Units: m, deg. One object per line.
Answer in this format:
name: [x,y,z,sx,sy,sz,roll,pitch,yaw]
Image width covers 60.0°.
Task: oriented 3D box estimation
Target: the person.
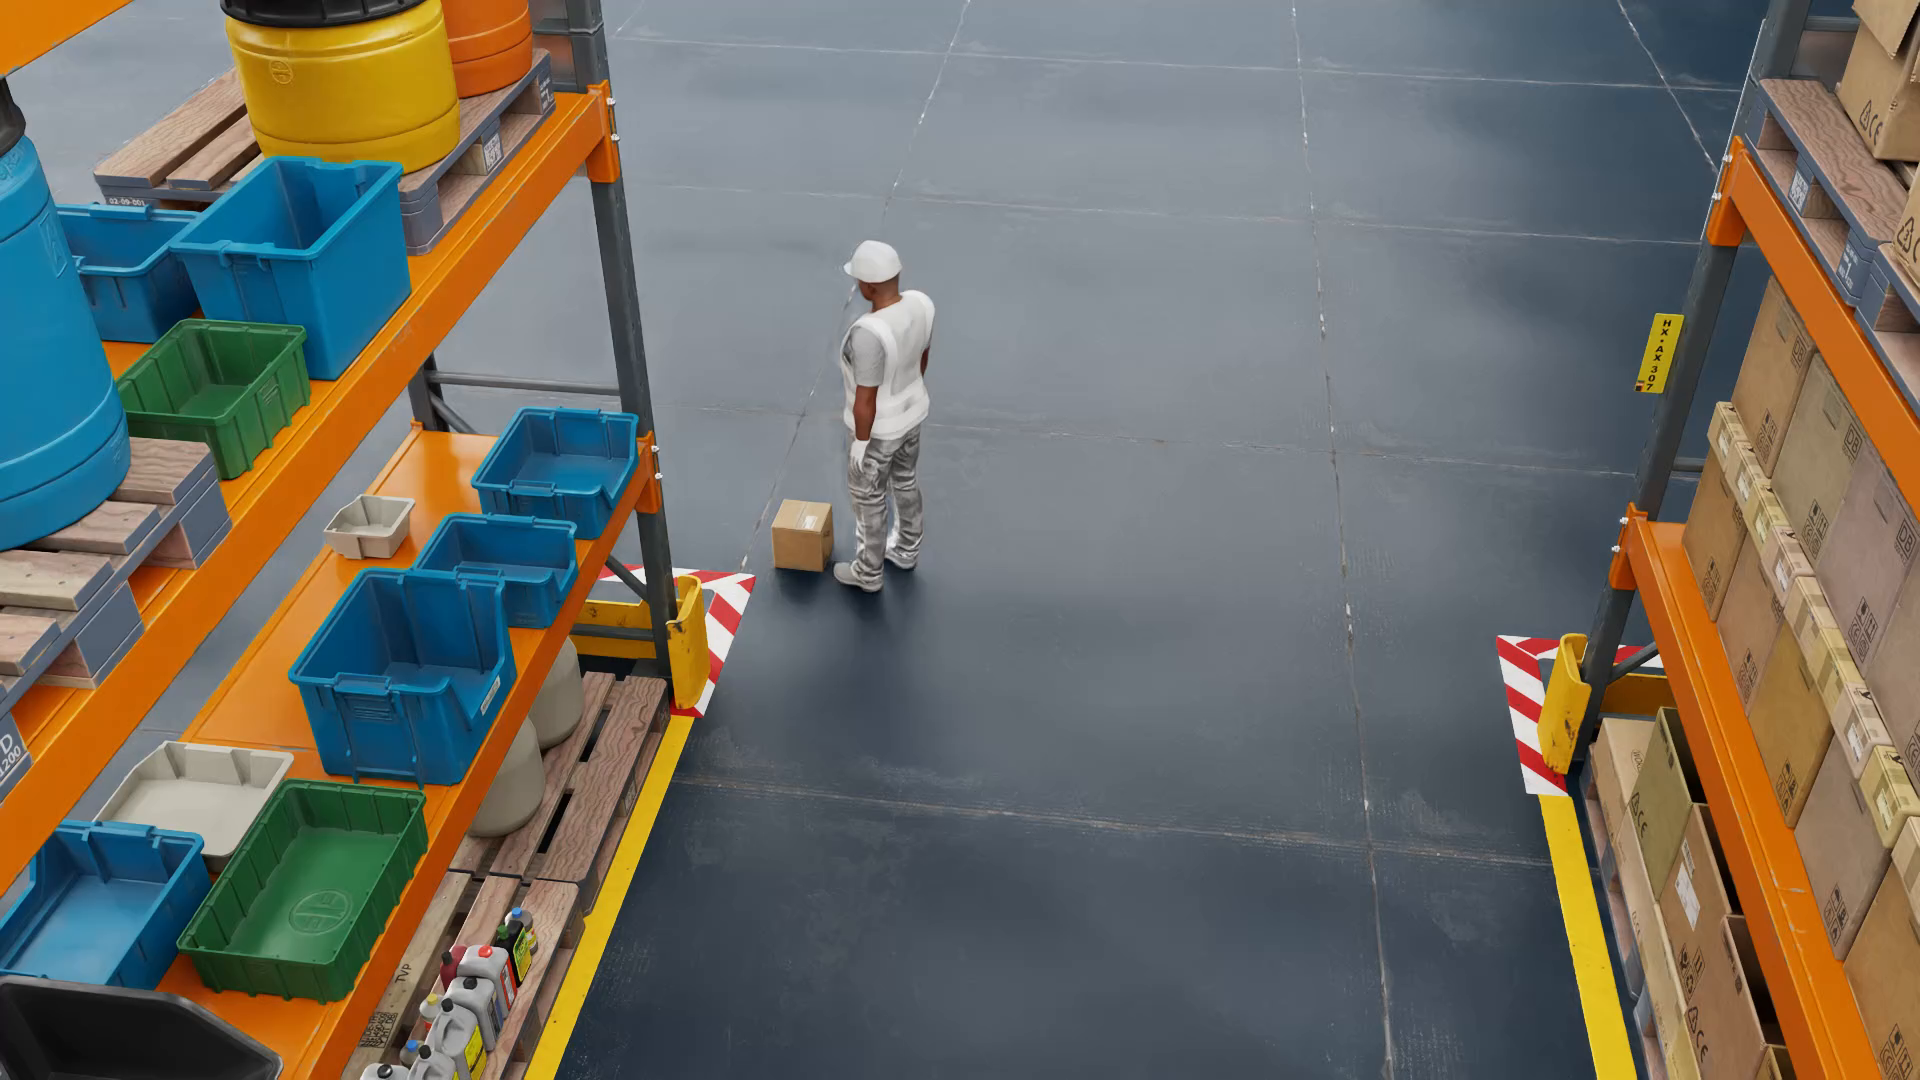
person: [-0.373,-0.578,7.810,0.426,1.801,0.622,22,41,27]
